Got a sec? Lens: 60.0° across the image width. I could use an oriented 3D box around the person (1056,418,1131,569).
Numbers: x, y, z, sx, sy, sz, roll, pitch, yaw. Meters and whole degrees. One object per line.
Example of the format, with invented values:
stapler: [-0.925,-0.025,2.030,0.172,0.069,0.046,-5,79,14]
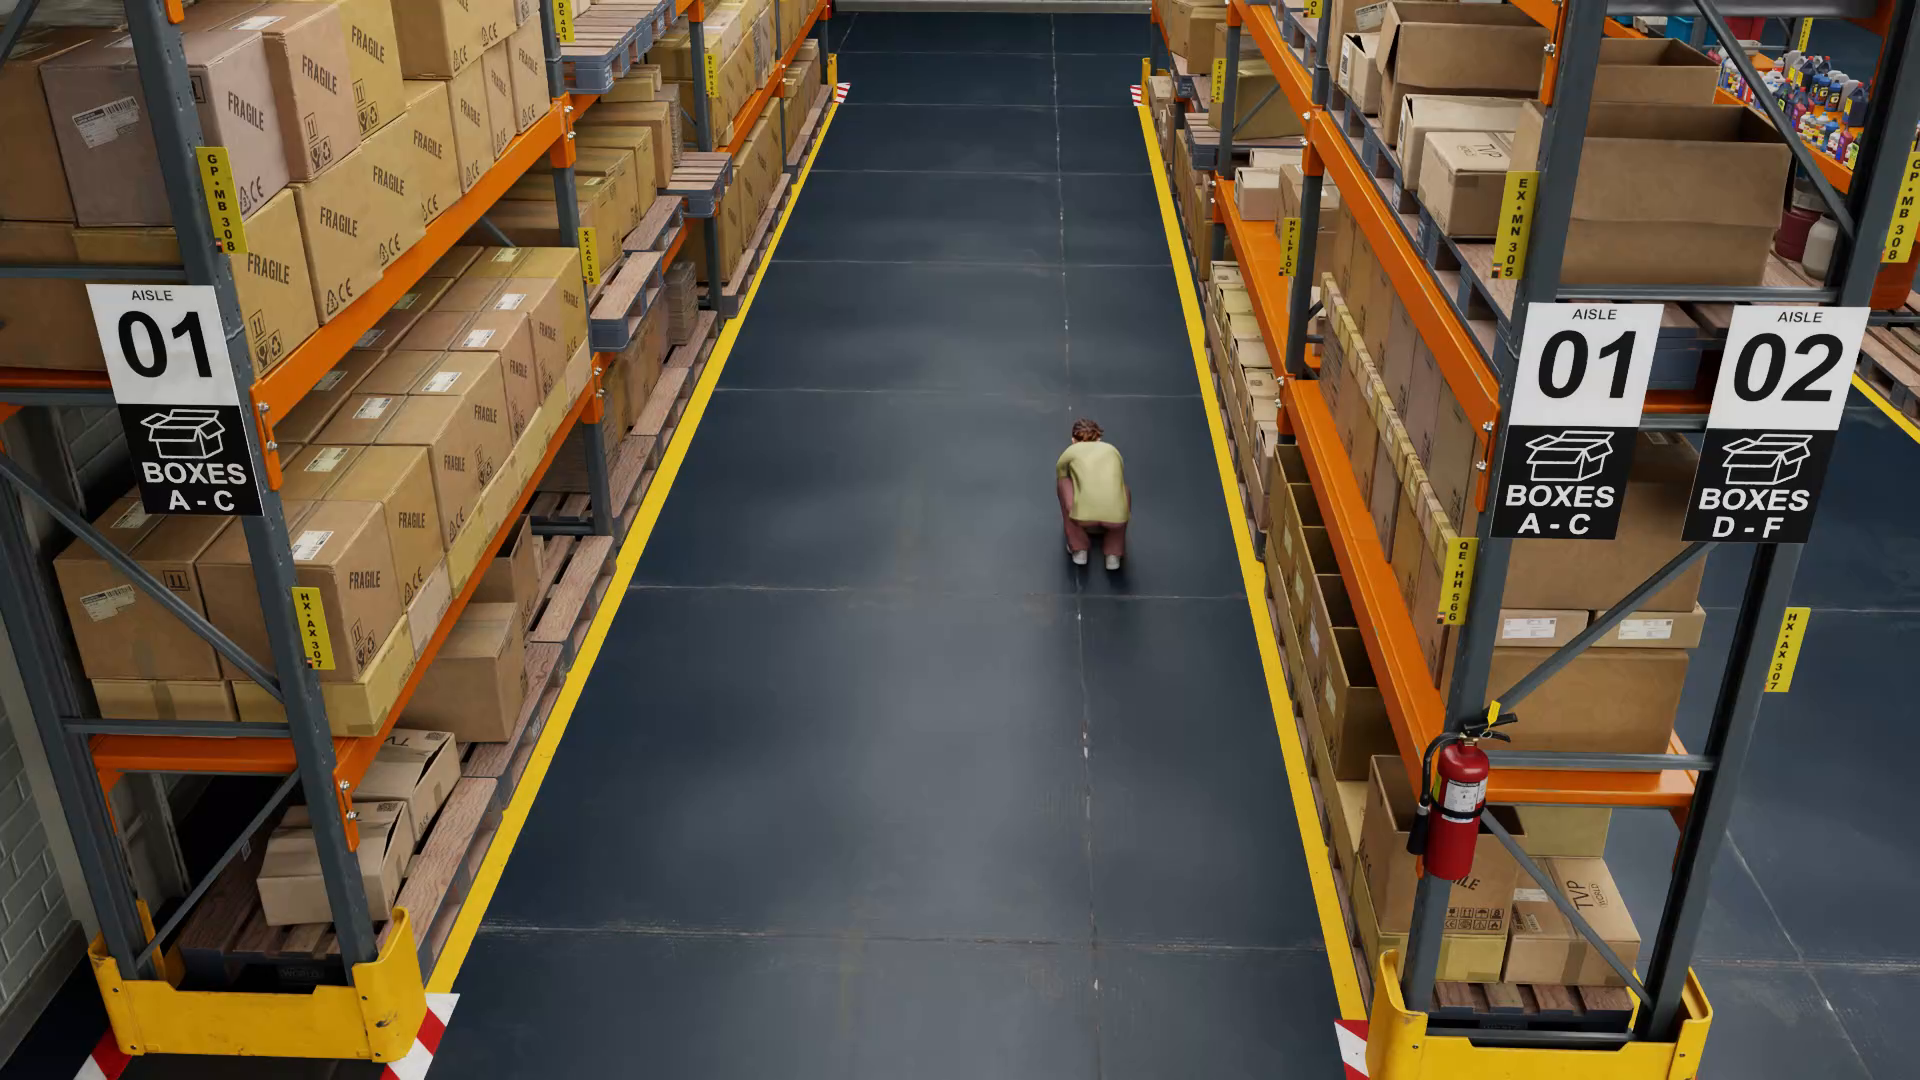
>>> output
person: [0.820,-0.247,10.170,0.465,0.800,0.835,1,28,1]
